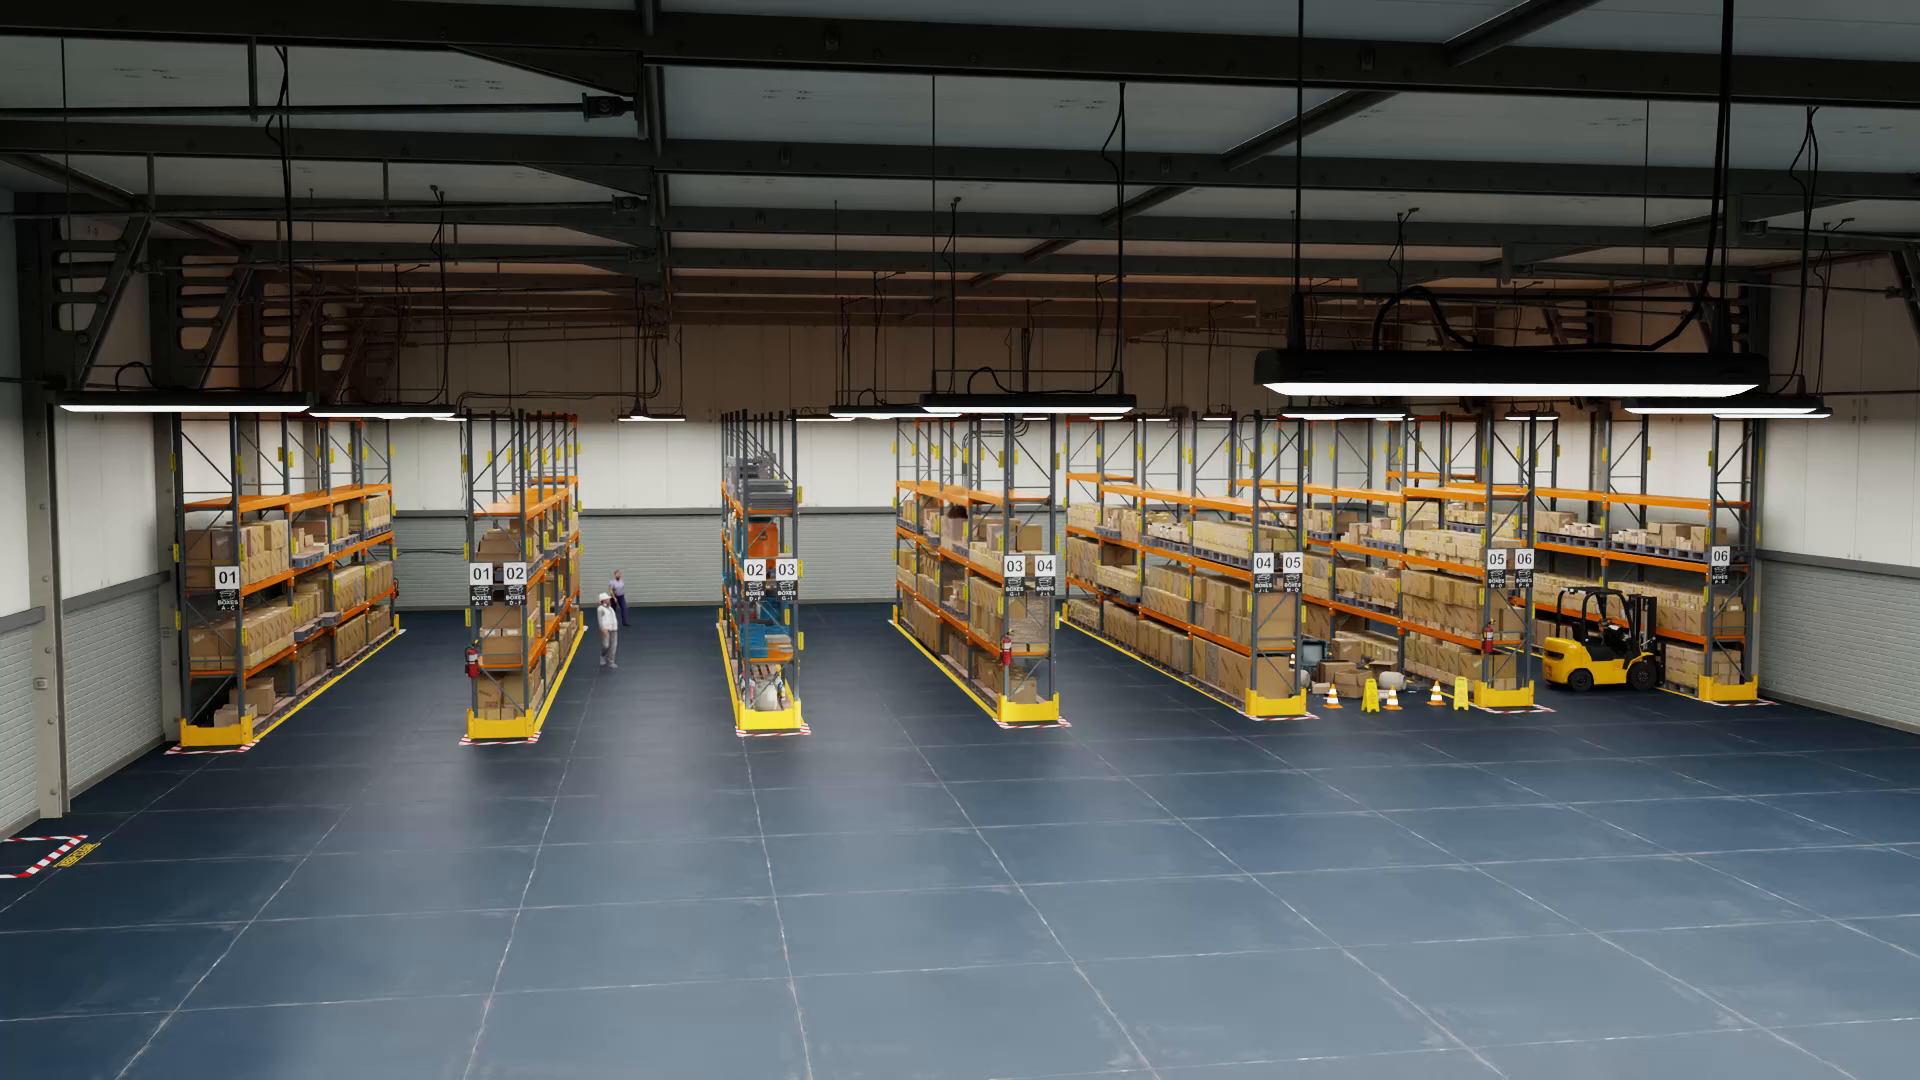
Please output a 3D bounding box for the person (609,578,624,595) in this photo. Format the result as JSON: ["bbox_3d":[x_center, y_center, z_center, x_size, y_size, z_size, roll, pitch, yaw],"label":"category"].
[{"bbox_3d":[-9.657,1.315,46.796,0.480,0.520,0.328,-3,5,-33],"label":"person"}]

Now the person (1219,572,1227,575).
[{"bbox_3d":[8.369,1.165,52.325,0.481,1.776,0.557,-2,4,-26],"label":"person"}]

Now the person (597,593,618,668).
[{"bbox_3d":[-8.267,2.124,39.159,0.550,1.758,0.572,4,6,44],"label":"person"}]
